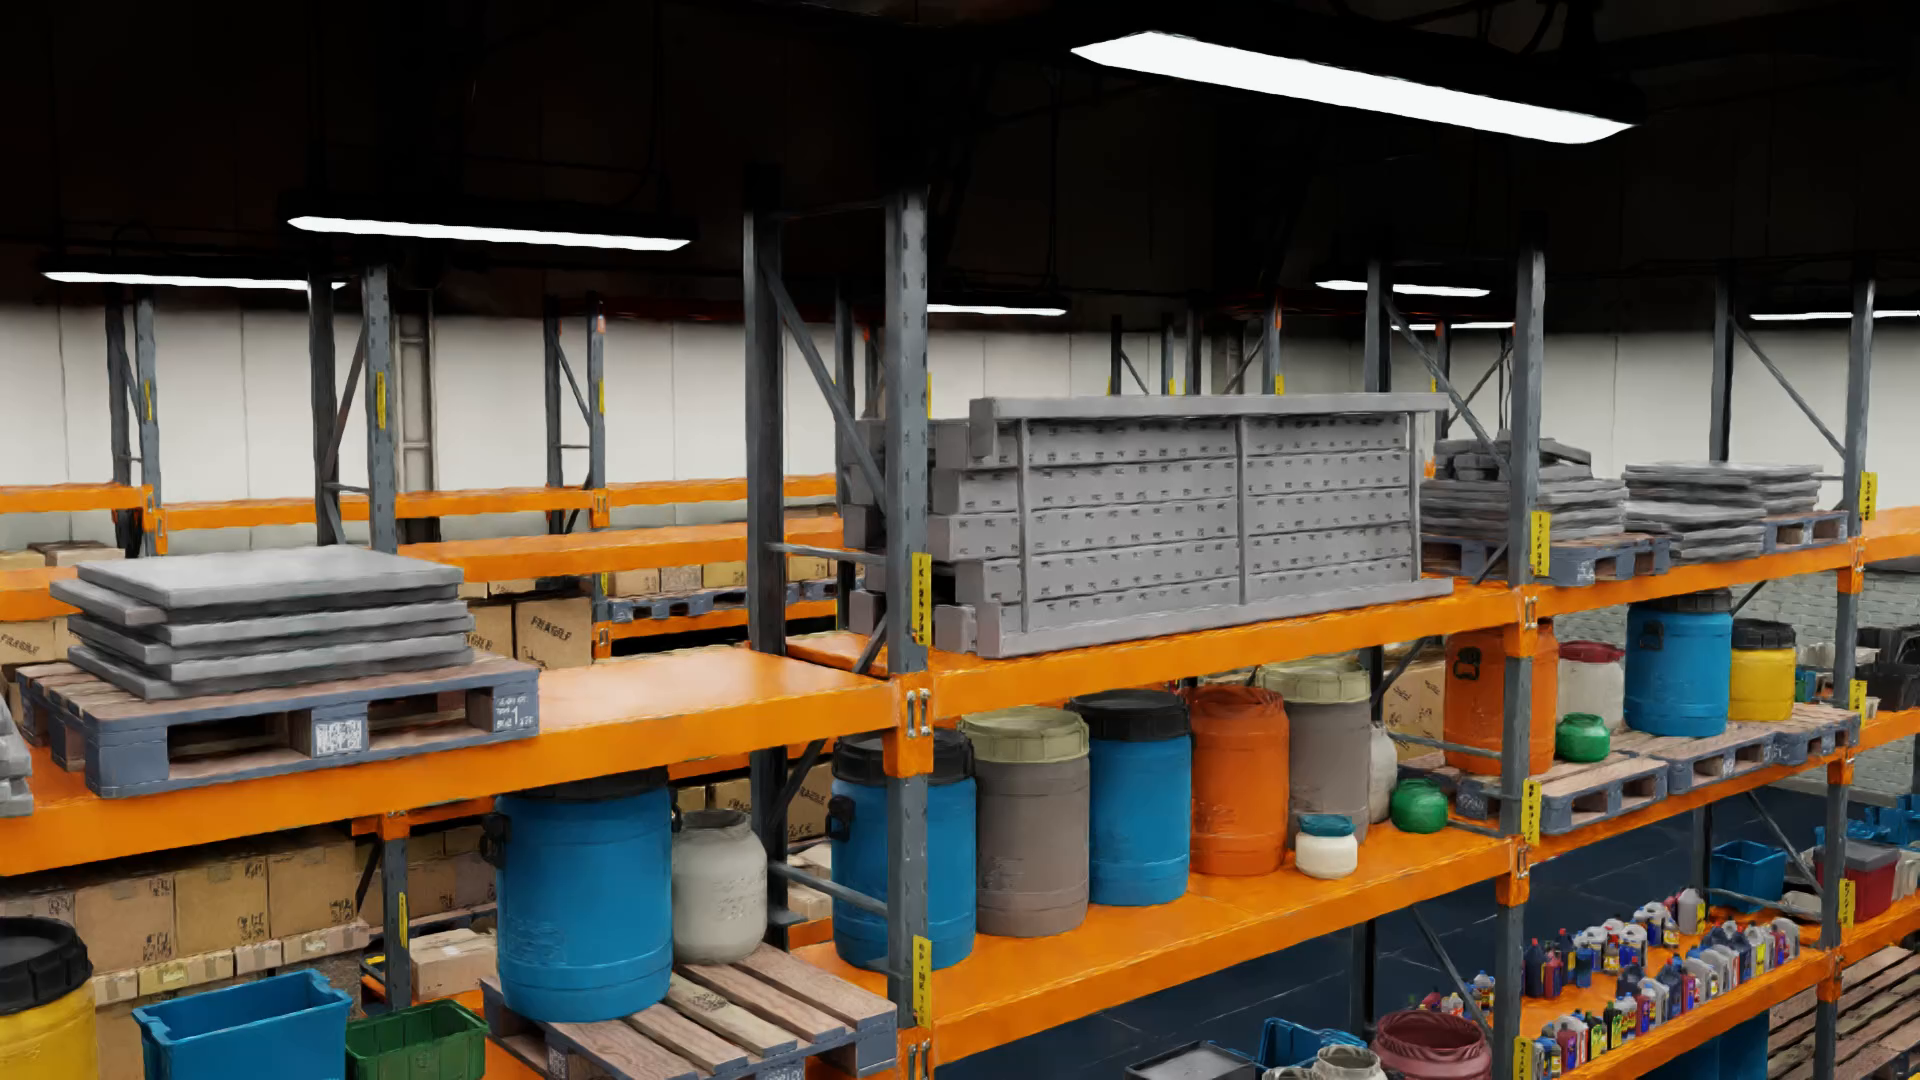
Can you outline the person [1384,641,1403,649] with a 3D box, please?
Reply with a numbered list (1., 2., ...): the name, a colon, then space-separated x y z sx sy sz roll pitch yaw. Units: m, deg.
1. person: 6.091 1.979 23.991 0.583 1.776 0.574 1 6 15
